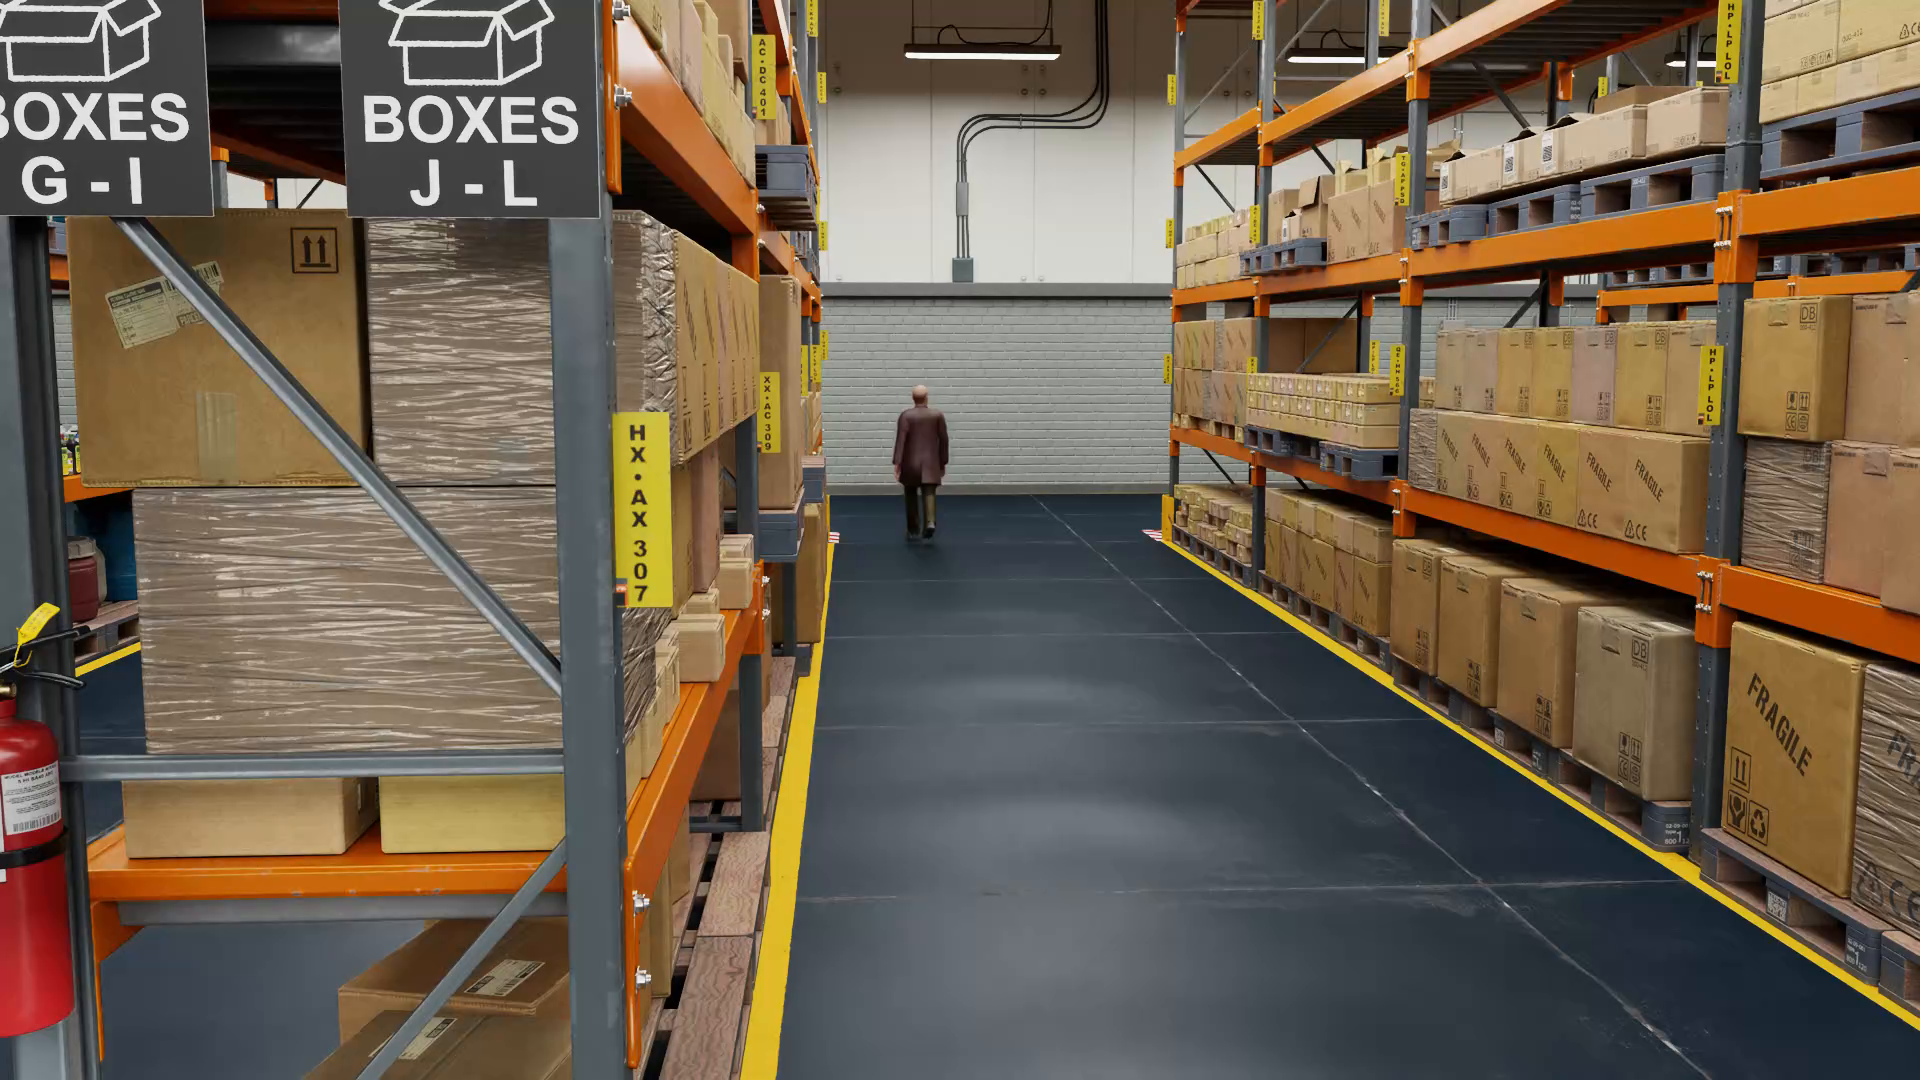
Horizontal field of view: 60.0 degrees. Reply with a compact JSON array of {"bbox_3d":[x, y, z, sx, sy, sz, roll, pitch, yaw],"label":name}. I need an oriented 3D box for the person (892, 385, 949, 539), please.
[{"bbox_3d":[-0.441,-0.853,18.570,0.656,1.740,1.054,-1,7,-9],"label":"person"}]
